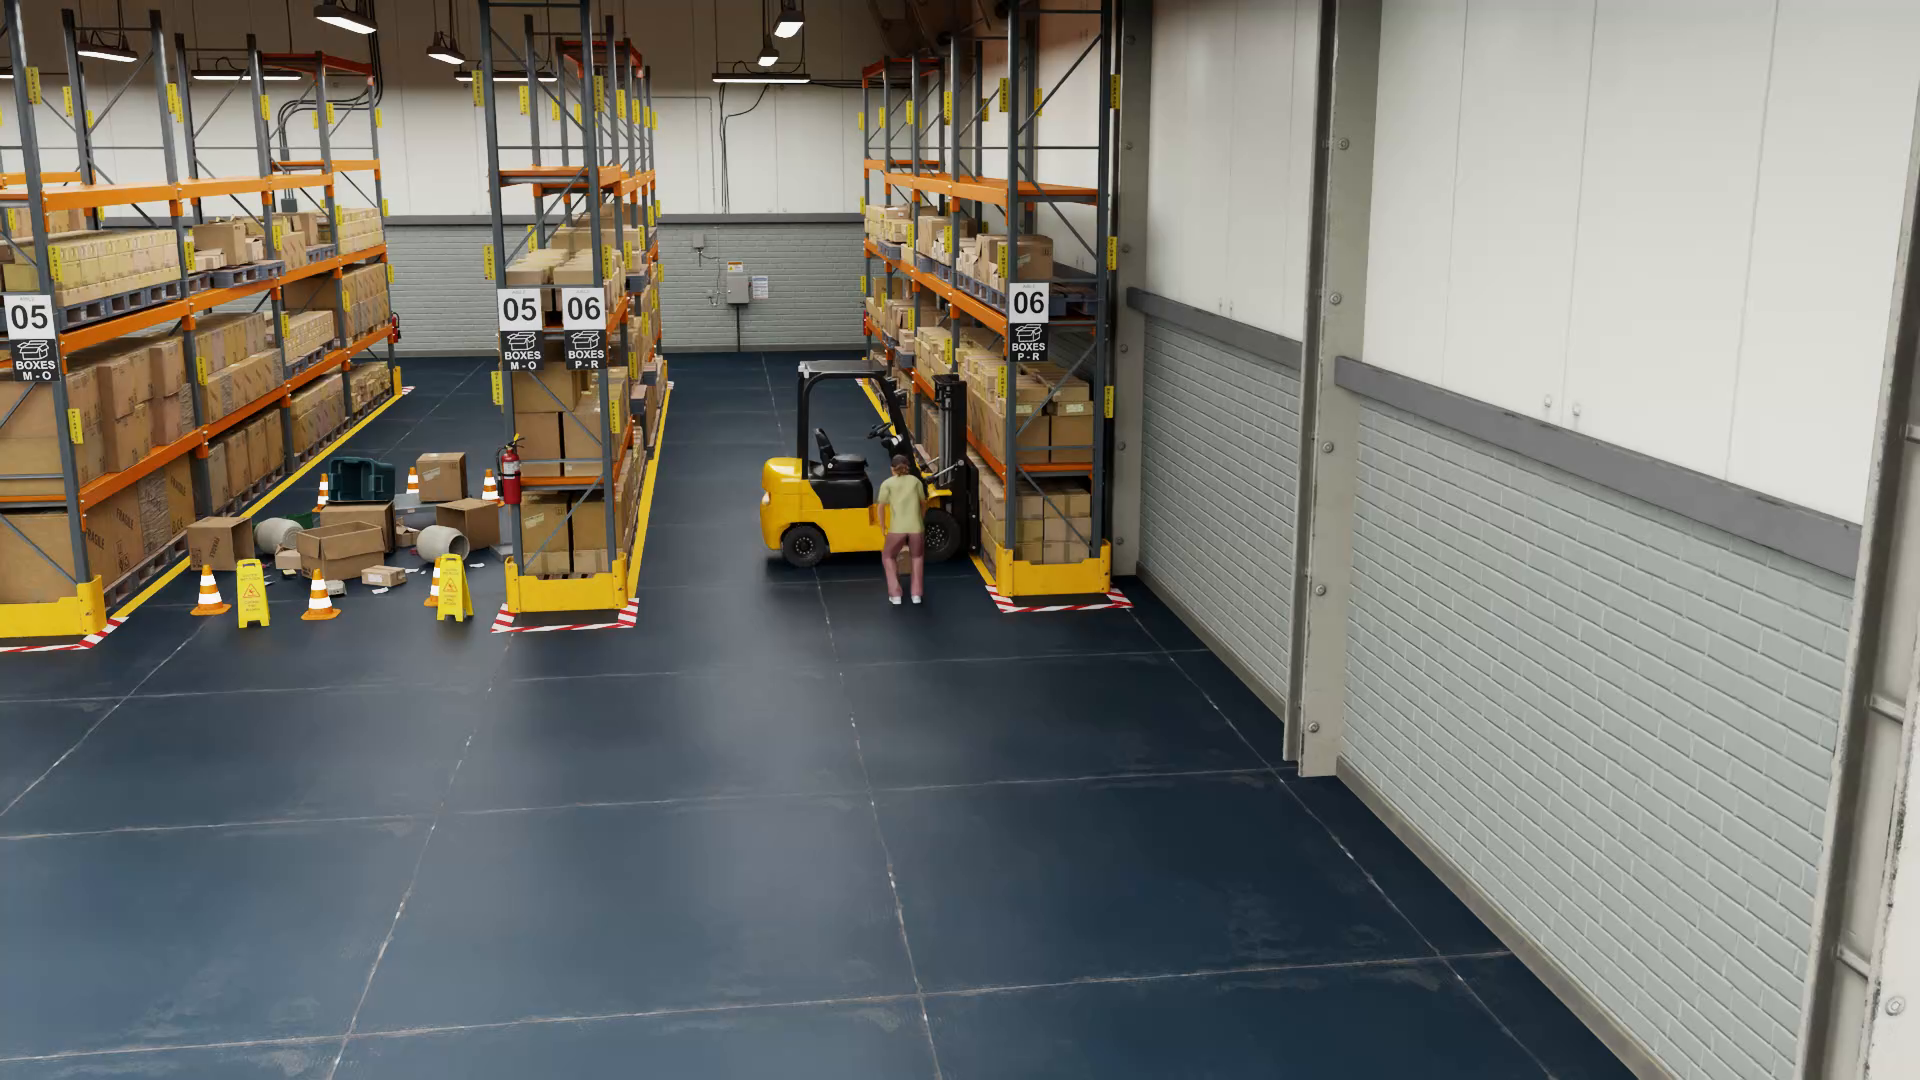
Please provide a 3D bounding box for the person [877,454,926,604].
[{"bbox_3d":[-0.589,-0.102,16.841,0.502,1.493,0.553,-2,13,-8],"label":"person"}]
